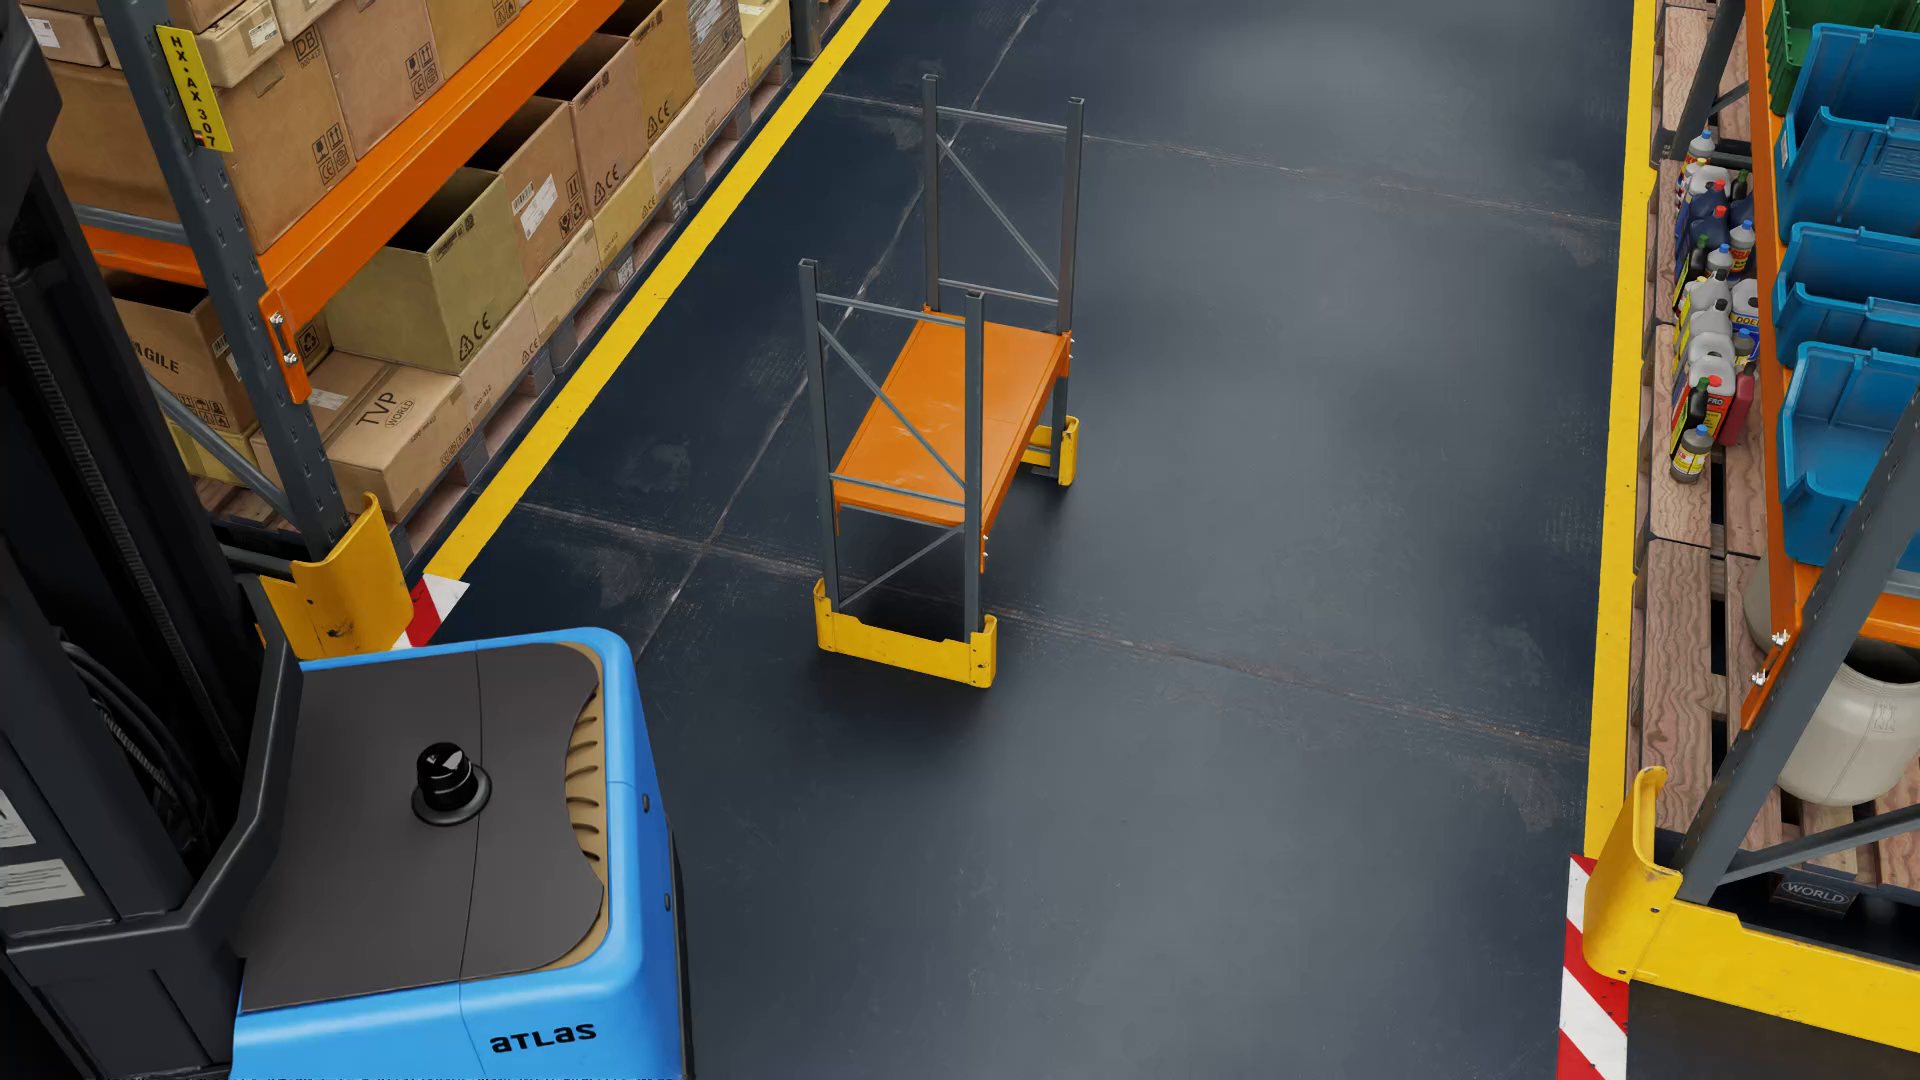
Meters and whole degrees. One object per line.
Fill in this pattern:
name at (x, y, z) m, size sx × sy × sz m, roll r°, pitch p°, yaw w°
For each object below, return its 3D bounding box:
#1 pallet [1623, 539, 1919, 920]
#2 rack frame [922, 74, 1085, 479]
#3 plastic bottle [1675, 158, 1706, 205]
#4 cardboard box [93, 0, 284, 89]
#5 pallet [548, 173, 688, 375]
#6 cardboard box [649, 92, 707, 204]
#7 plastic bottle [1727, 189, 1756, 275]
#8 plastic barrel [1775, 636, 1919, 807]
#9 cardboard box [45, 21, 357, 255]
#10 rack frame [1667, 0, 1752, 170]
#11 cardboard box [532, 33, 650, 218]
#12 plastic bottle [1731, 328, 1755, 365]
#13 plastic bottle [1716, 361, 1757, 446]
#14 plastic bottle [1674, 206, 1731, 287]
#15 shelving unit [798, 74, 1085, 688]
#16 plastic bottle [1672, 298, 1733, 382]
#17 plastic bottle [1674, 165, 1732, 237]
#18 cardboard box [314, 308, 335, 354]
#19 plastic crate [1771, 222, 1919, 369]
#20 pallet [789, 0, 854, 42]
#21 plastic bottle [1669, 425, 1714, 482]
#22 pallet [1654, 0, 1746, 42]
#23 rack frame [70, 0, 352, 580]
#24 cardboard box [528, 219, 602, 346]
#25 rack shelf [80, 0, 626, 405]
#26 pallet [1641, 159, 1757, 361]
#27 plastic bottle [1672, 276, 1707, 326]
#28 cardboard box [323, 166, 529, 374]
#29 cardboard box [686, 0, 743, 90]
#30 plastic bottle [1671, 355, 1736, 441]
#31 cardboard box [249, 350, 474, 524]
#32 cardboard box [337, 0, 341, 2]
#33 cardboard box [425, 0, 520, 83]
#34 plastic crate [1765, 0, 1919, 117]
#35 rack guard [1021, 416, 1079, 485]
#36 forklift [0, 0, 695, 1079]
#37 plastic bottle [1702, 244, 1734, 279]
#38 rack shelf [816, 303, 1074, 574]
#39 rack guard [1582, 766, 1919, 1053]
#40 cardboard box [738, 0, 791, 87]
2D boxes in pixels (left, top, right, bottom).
pallet at (2.560, 0.569, 5.018) m, size 1.003 × 0.211 × 1.213 m, roll 13°, pitch 46°, yaw 13°
rack frame at (0.128, -0.818, 5.514) m, size 0.500 × 1.500 × 0.032 m, roll 13°, pitch 46°, yaw 13°
plastic bottle at (2.997, -1.463, 6.786) m, size 0.097 × 0.201 × 0.097 m, roll 0°, pitch 44°, yaw 0°
cardboard box at (-2.065, -1.362, 4.462) m, size 0.380 × 0.149 × 0.250 m, roll 12°, pitch 46°, yaw 12°
pallet at (-1.826, -1.211, 6.836) m, size 1.003 × 0.211 × 1.213 m, roll 13°, pitch 46°, yaw 13°
cardboard box at (-1.408, -1.689, 6.997) m, size 0.500 × 0.250 × 0.500 m, roll 13°, pitch 46°, yaw 13°
plastic bottle at (3.040, -1.223, 6.434) m, size 0.144 × 0.351 × 0.185 m, roll 13°, pitch 46°, yaw 13°
plastic barrel at (2.457, 0.458, 4.616) m, size 0.421 × 0.512 × 0.421 m, roll 0°, pitch 44°, yaw 0°
cardboard box at (-2.235, -1.222, 4.783) m, size 0.700 × 0.500 × 0.500 m, roll 13°, pitch 46°, yaw 13°
rack frame at (3.542, -2.493, 6.153) m, size 1.000 × 3.000 × 0.127 m, roll 13°, pitch 46°, yaw 13°
cardboard box at (-1.558, -1.623, 6.394) m, size 0.500 × 0.500 × 0.500 m, roll 13°, pitch 46°, yaw 13°
plastic bottle at (2.788, -0.670, 5.976) m, size 0.097 × 0.201 × 0.097 m, roll 0°, pitch 44°, yaw 0°
plastic bottle at (2.673, -0.470, 5.713) m, size 0.061 × 0.283 × 0.133 m, roll 13°, pitch 46°, yaw 13°
plastic bottle at (2.845, -1.127, 6.337) m, size 0.144 × 0.351 × 0.185 m, roll 11°, pitch 45°, yaw 11°
shelving unit at (-0.023, -0.485, 5.174) m, size 0.587 × 1.500 × 1.083 m, roll 13°, pitch 46°, yaw 13°
plastic bottle at (2.660, -0.720, 5.921) m, size 0.144 × 0.351 × 0.185 m, roll 14°, pitch 46°, yaw 14°
plastic bottle at (2.956, -1.336, 6.603) m, size 0.152 × 0.276 × 0.135 m, roll 14°, pitch 46°, yaw 14°
cardboard box at (-2.368, -0.801, 6.090) m, size 0.500 × 0.250 × 0.500 m, roll 13°, pitch 46°, yaw 13°
plastic crate at (2.399, -0.602, 4.327) m, size 0.499 × 0.251 × 0.408 m, roll 13°, pitch 46°, yaw 13°
pallet at (-0.992, -3.047, 8.713) m, size 1.003 × 0.211 × 1.213 m, roll 13°, pitch 46°, yaw 13°
plastic bottle at (2.469, -0.301, 5.599) m, size 0.097 × 0.201 × 0.097 m, roll 0°, pitch 44°, yaw 0°
pallet at (4.111, -2.844, 8.505) m, size 1.003 × 0.211 × 1.213 m, roll 13°, pitch 46°, yaw 13°
rack frame at (-2.389, -0.878, 4.503) m, size 1.000 × 3.000 × 0.127 m, roll 13°, pitch 46°, yaw 13°
cardboard box at (-1.715, -1.023, 6.317) m, size 0.500 × 0.250 × 0.500 m, roll 13°, pitch 46°, yaw 13°
rack shelf at (-1.783, -1.954, 6.117) m, size 1.077 × 0.370 × 4.000 m, roll 13°, pitch 46°, yaw 13°
pallet at (3.299, -1.057, 6.680) m, size 1.003 × 0.211 × 1.213 m, roll 13°, pitch 46°, yaw 13°
plastic bottle at (2.737, -0.890, 6.201) m, size 0.097 × 0.201 × 0.097 m, roll 0°, pitch 44°, yaw 0°
cardboard box at (-1.865, -0.958, 5.713) m, size 0.500 × 0.500 × 0.500 m, roll 13°, pitch 46°, yaw 13°
cardboard box at (-1.272, -2.294, 7.079) m, size 0.500 × 0.500 × 0.500 m, roll 13°, pitch 46°, yaw 13°
plastic bottle at (2.571, -0.490, 5.738) m, size 0.152 × 0.276 × 0.135 m, roll 13°, pitch 46°, yaw 13°
cardboard box at (-2.015, -0.356, 5.635) m, size 0.500 × 0.250 × 0.500 m, roll 13°, pitch 46°, yaw 13°
cardboard box at (-1.911, -1.704, 4.812) m, size 0.380 × 0.149 × 0.250 m, roll 13°, pitch 46°, yaw 13°
cardboard box at (-1.925, -1.903, 5.479) m, size 0.700 × 0.500 × 0.500 m, roll 13°, pitch 46°, yaw 13°
plastic crate at (2.862, -1.572, 5.363) m, size 0.450 × 0.188 × 0.662 m, roll 13°, pitch 46°, yaw 13°
rack guard at (0.128, -0.370, 5.950) m, size 0.587 × 0.250 × 0.087 m, roll 13°, pitch 46°, yaw 13°
forklift at (-2.201, 0.426, 3.219) m, size 3.031 × 2.935 × 1.130 m, roll -7°, pitch 45°, yaw -7°
plastic bottle at (2.836, -0.993, 6.256) m, size 0.097 × 0.271 × 0.097 m, roll 0°, pitch 44°, yaw 0°
rack shelf at (-0.026, -0.351, 5.293) m, size 0.538 × 0.185 × 1.000 m, roll 13°, pitch 46°, yaw 13°
rack guard at (2.309, 1.006, 4.364) m, size 1.175 × 0.500 × 0.348 m, roll 13°, pitch 46°, yaw 13°
cardboard box at (-1.110, -2.356, 7.679) m, size 0.500 × 0.250 × 0.500 m, roll 13°, pitch 46°, yaw 13°
